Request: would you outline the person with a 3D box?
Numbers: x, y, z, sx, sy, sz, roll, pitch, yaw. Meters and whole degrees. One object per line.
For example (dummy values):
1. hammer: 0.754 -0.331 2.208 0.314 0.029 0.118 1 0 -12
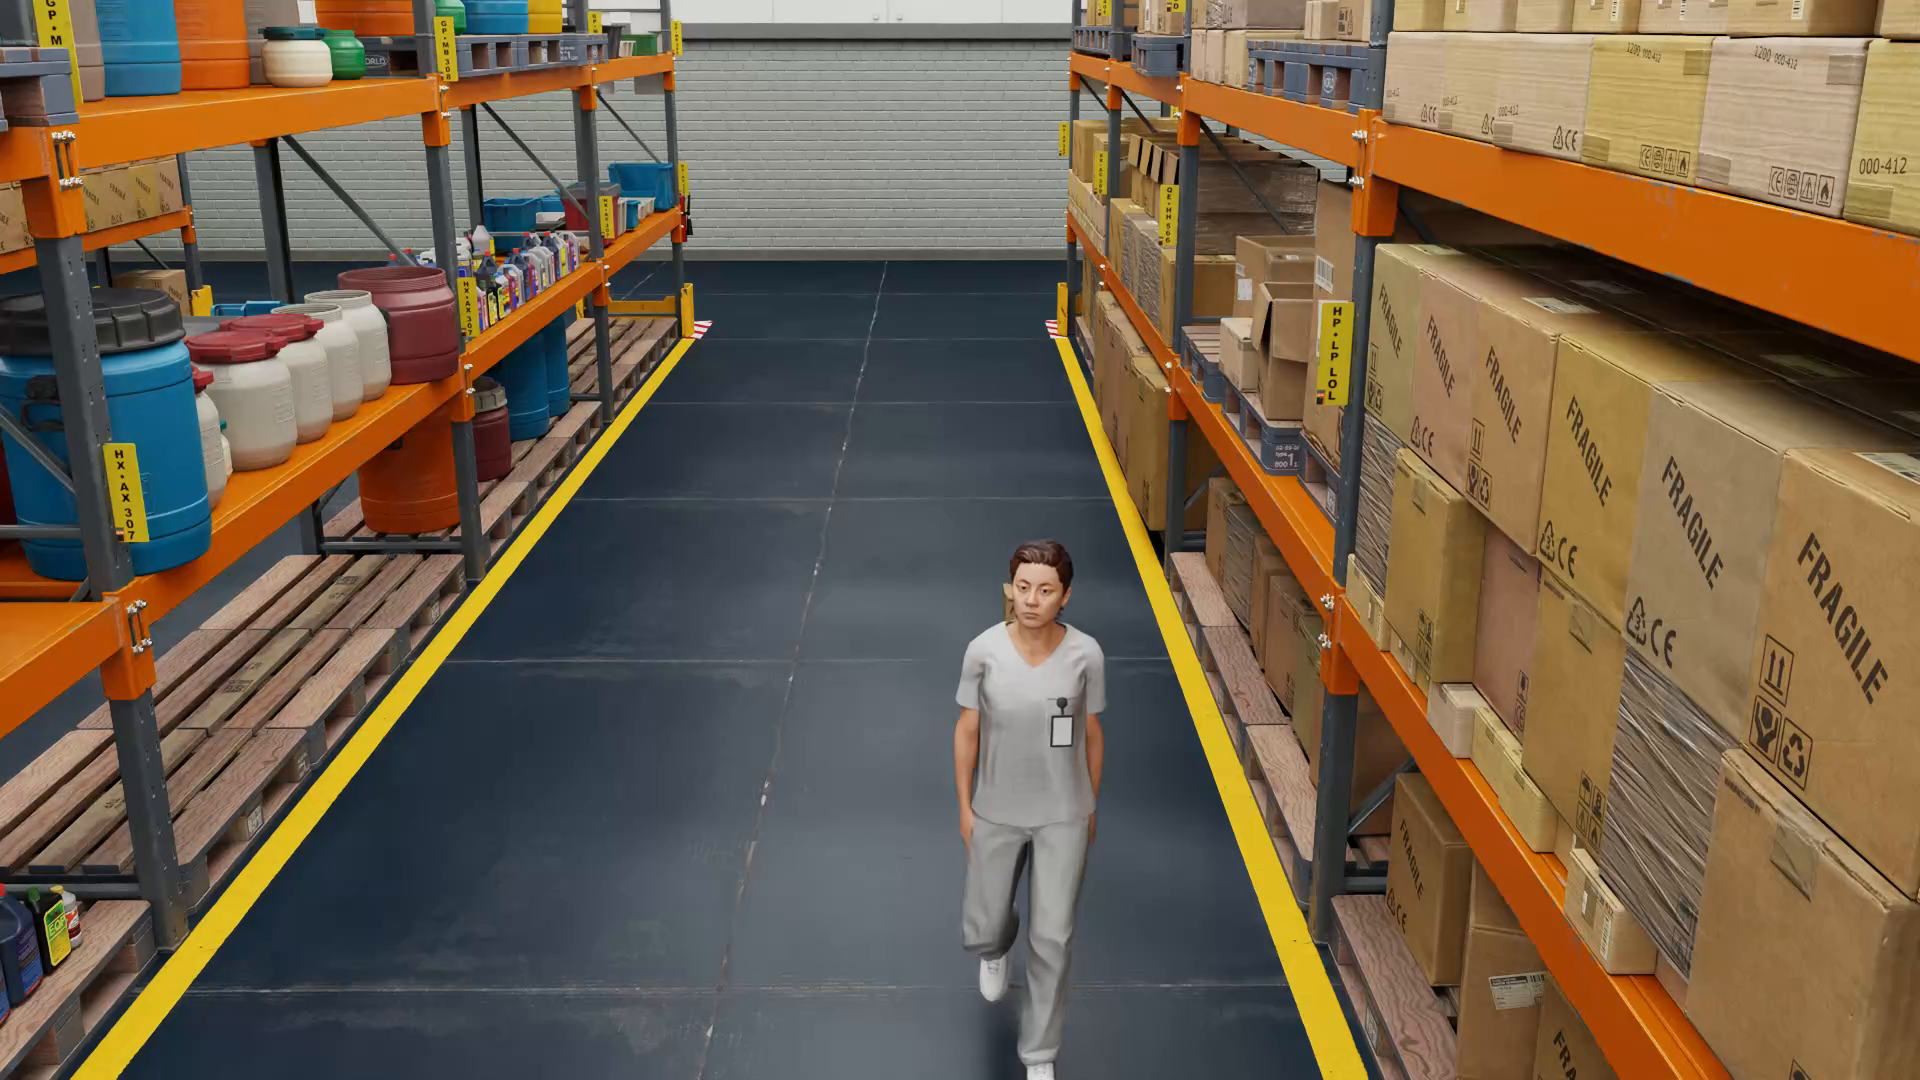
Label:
1. person: 0.206 0.790 4.951 0.443 1.655 0.680 1 17 4
